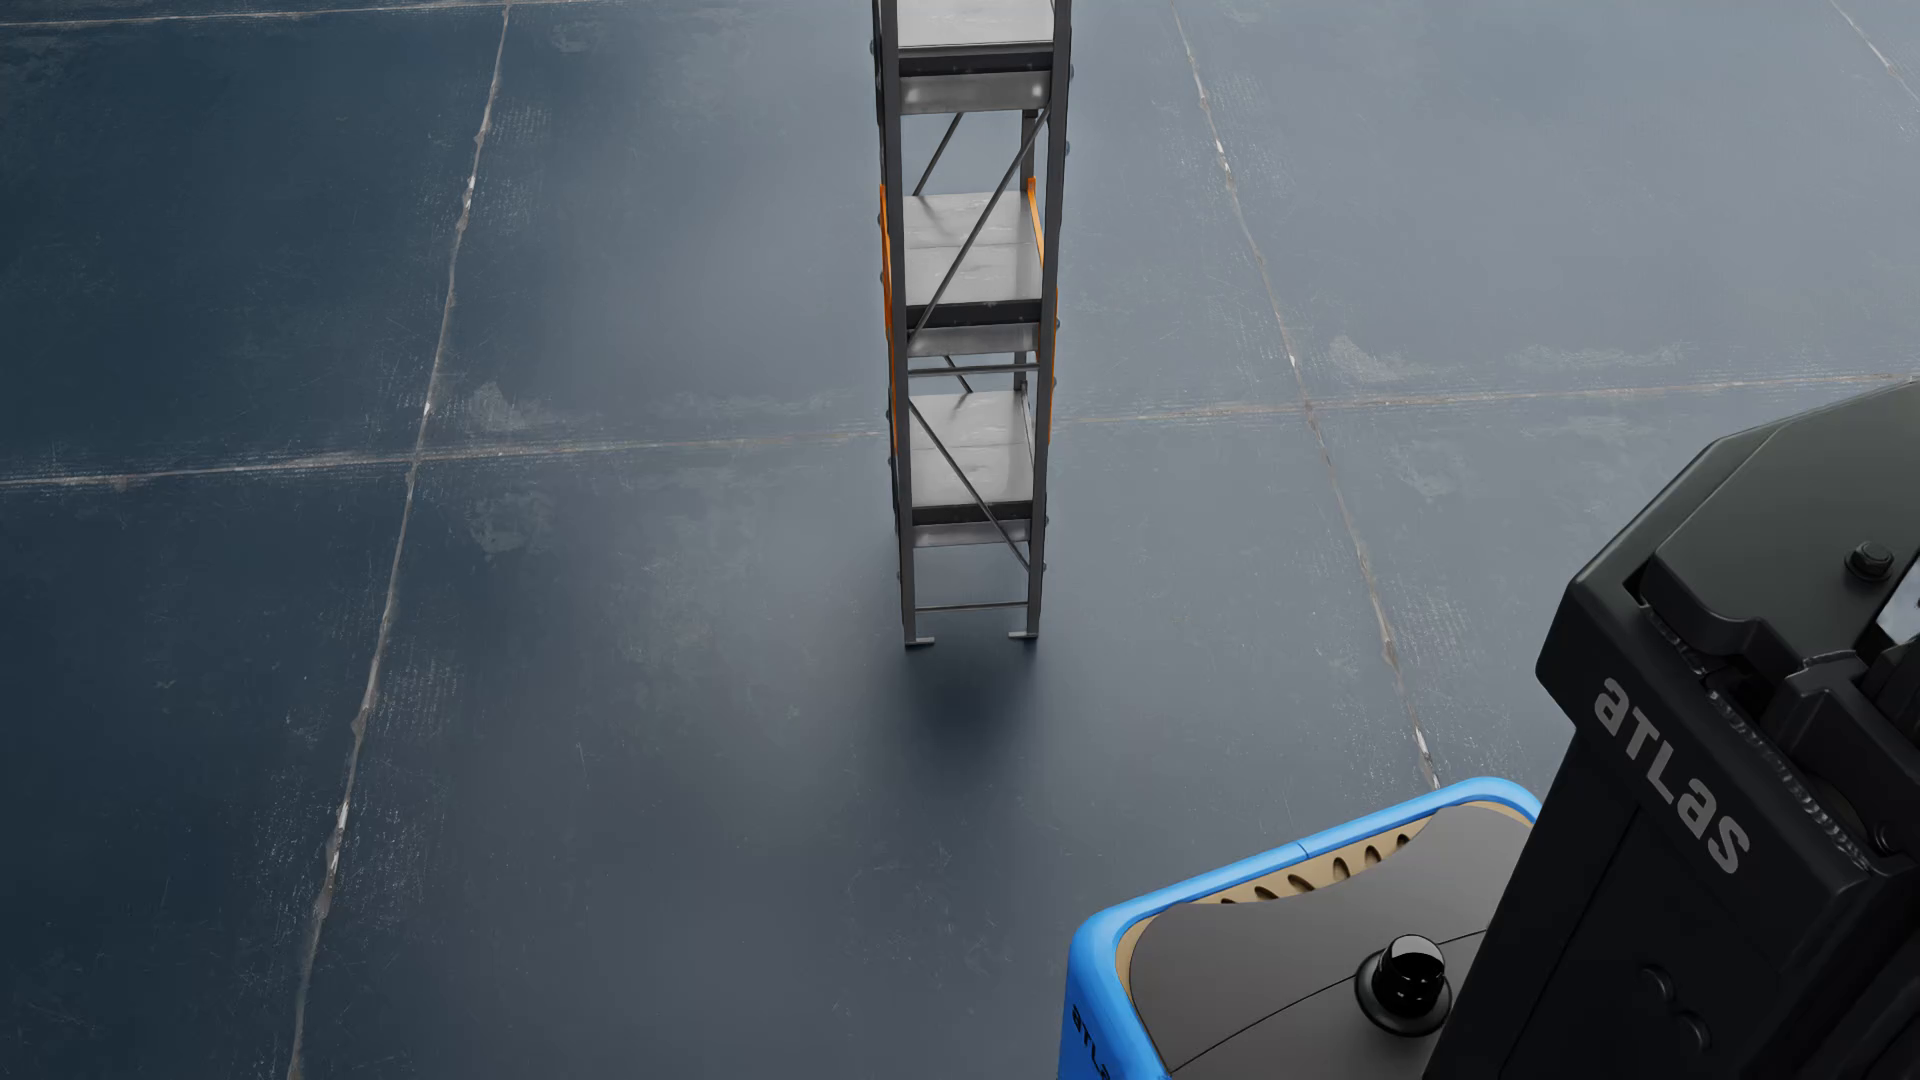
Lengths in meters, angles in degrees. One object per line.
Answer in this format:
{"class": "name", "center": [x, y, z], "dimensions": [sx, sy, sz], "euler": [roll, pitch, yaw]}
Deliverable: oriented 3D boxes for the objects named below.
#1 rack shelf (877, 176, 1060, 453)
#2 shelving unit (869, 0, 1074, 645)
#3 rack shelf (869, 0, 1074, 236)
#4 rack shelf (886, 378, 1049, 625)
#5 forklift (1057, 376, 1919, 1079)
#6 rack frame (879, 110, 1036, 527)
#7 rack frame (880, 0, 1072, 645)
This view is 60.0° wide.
{"class": "rack shelf", "center": [0.014, -0.593, 4.384], "dimensions": [0.431, 0.518, 0.480], "euler": [-3, 47, -3]}
{"class": "shelving unit", "center": [0.014, -0.602, 4.374], "dimensions": [0.431, 2.100, 0.503], "euler": [-3, 47, -3]}
{"class": "rack shelf", "center": [0.014, -1.074, 3.876], "dimensions": [0.431, 0.518, 0.480], "euler": [-3, 47, -3]}
{"class": "rack shelf", "center": [0.014, -0.112, 4.892], "dimensions": [0.431, 0.518, 0.480], "euler": [-3, 47, -3]}
{"class": "forklift", "center": [1.202, 1.312, 1.989], "dimensions": [1.130, 2.935, 3.031], "euler": [-16, 49, -15]}
{"class": "rack frame", "center": [-0.007, -0.779, 4.541], "dimensions": [0.400, 2.100, 0.015], "euler": [-3, 47, -3]}
{"class": "rack frame", "center": [0.034, -0.426, 4.207], "dimensions": [0.400, 2.100, 0.015], "euler": [-3, 47, -3]}
